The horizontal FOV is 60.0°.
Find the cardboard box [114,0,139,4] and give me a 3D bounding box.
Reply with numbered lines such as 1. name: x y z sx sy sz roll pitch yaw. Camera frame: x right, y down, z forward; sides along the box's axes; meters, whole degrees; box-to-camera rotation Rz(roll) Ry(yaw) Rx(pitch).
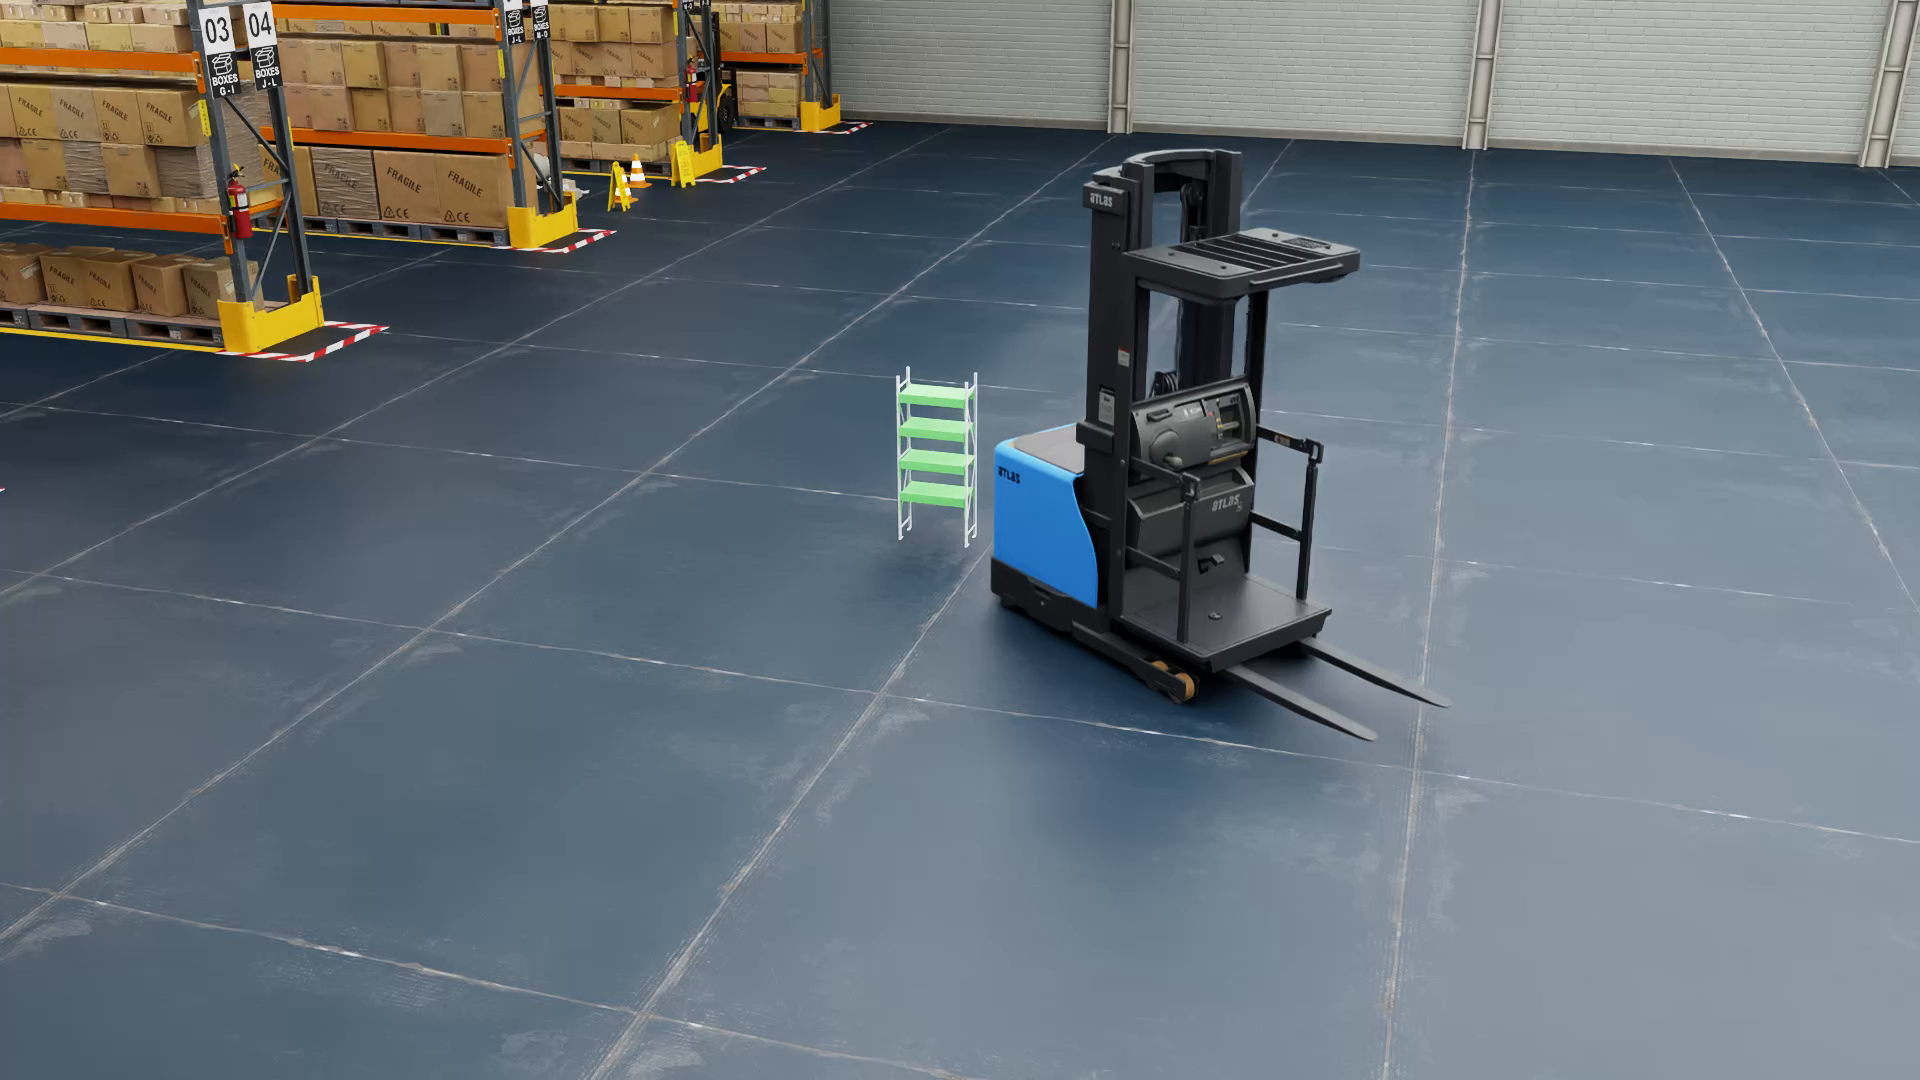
1. cardboard box: -7.979 -5.169 16.138 0.250 0.149 0.380 6 23 15

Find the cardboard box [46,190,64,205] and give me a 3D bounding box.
1. cardboard box: -8.831 -3.440 16.536 0.250 0.149 0.380 7 23 16

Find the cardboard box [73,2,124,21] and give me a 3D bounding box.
1. cardboard box: -8.126 -4.994 15.712 0.250 0.149 0.380 7 23 16

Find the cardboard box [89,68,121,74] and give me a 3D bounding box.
1. cardboard box: -11.050 -6.379 21.920 0.500 0.500 0.700 6 23 15

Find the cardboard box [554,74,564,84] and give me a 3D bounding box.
1. cardboard box: -6.100 -7.032 25.292 0.250 0.149 0.380 6 23 15

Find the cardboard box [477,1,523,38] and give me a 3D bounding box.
1. cardboard box: -6.939 -7.916 25.274 0.500 0.500 0.700 7 23 16

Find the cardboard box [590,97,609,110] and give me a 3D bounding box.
1. cardboard box: -5.403 -6.629 25.205 0.250 0.149 0.380 7 23 16

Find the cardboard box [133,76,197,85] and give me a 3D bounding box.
1. cardboard box: -7.737 -4.285 16.421 0.500 0.500 0.500 7 23 16

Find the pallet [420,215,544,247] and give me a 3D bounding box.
1. pallet: -6.072 -3.981 21.198 1.213 0.211 1.003 7 23 15

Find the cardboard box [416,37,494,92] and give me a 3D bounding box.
1. cardboard box: -6.181 -5.863 20.490 0.550 0.550 0.875 7 23 16

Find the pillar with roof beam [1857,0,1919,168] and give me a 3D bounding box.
1. pillar with roof beam: 13.063 -8.468 20.556 0.400 9.000 9.100 7 23 16

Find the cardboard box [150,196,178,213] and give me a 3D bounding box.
1. cardboard box: -7.639 -3.298 16.188 0.250 0.149 0.380 7 23 16

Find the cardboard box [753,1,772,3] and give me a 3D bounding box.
1. cardboard box: -3.510 -9.522 29.651 0.250 0.149 0.380 7 23 16

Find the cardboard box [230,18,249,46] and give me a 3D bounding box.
1. cardboard box: -7.199 -4.886 15.975 0.500 0.250 0.500 7 23 17

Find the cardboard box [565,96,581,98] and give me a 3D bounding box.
1. cardboard box: -6.852 -8.413 30.903 0.625 0.625 0.875 8 24 18

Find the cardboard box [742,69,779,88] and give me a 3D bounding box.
1. cardboard box: -3.542 -8.202 29.564 0.500 0.250 0.500 7 23 16

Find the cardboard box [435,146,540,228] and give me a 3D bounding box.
1. cardboard box: -5.952 -4.474 20.971 0.875 0.875 0.875 7 23 16

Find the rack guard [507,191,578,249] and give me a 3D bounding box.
1. rack guard: -5.260 -4.053 20.993 0.348 0.500 1.175 7 23 16

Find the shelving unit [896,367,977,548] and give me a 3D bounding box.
1. shelving unit: -0.158 -0.573 11.587 0.503 1.200 0.258 7 23 16

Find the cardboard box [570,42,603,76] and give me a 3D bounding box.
1. cardboard box: -5.506 -7.278 25.036 0.500 0.500 0.500 6 23 15

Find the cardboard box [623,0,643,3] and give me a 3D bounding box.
1. cardboard box: -5.848 -9.616 29.882 0.250 0.149 0.380 7 23 16

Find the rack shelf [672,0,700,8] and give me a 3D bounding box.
1. rack shelf: -5.865 -8.296 25.038 4.000 0.370 1.077 7 23 16

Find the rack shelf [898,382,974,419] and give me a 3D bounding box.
1. rack shelf: -0.158 -0.958 11.429 0.480 0.148 0.258 7 23 16

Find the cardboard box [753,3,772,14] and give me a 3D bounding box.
1. cardboard box: -3.427 -9.307 29.129 0.250 0.149 0.380 7 23 17

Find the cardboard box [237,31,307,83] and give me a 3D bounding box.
1. cardboard box: -8.770 -6.167 21.231 0.550 0.550 0.875 7 23 16

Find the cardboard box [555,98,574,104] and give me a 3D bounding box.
1. cardboard box: -6.160 -6.652 26.115 0.500 0.500 0.500 8 24 18

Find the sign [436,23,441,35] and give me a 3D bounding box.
1. sign: -7.937 -7.794 25.293 0.005 0.325 0.100 7 23 16

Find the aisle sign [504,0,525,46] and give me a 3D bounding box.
1. aisle sign: -5.302 -6.298 19.747 0.004 0.787 0.394 7 23 16

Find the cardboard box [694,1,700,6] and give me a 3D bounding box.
1. cardboard box: -4.630 -9.472 29.531 0.250 0.149 0.380 7 23 16

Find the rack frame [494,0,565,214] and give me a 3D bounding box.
1. rack frame: -5.283 -5.212 20.525 0.127 3.000 1.000 7 23 16

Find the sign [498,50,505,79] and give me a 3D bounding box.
1. sign: -5.453 -5.662 19.783 0.005 0.325 0.100 7 23 16

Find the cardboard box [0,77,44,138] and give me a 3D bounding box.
1. cardboard box: -9.327 -4.255 16.350 0.500 0.500 0.500 7 23 16

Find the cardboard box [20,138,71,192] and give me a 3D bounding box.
1. cardboard box: -8.786 -3.816 16.597 0.500 0.500 0.875 7 23 16

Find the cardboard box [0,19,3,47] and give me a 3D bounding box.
1. cardboard box: -9.305 -4.921 16.060 0.500 0.250 0.500 6 23 13

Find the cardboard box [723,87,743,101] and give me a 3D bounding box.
1. cardboard box: -4.054 -8.027 29.797 0.500 0.250 0.500 6 23 14

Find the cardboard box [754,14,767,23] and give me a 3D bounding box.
1. cardboard box: -3.417 -9.176 29.202 0.250 0.149 0.380 7 23 17

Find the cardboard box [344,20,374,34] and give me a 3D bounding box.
1. cardboard box: -9.256 -7.919 26.045 0.500 0.500 0.500 7 23 17

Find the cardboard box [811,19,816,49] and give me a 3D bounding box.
1. cardboard box: -2.914 -9.027 29.693 0.500 0.500 0.500 7 23 17

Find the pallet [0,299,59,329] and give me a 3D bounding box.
1. pallet: -9.989 -2.509 17.608 1.213 0.211 1.003 7 23 16

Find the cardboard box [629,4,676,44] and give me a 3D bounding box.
1. cardboard box: -4.502 -7.645 24.614 0.500 0.500 0.700 6 23 14

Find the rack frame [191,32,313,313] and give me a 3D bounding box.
1. rack frame: -6.813 -3.421 16.158 0.127 3.000 1.000 7 23 16

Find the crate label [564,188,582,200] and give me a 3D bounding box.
1. crate label: -5.500 -4.899 23.533 0.298 0.136 0.250 -5 23 -12

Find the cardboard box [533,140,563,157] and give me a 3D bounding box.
1. cardboard box: -6.270 -6.108 25.778 0.500 0.250 0.500 6 23 15

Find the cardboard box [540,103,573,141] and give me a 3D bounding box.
1. cardboard box: -6.281 -6.455 25.635 0.500 0.500 0.500 8 24 18

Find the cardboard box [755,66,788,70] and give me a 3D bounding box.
1. cardboard box: -3.405 -8.385 30.013 0.500 0.250 0.500 7 23 16

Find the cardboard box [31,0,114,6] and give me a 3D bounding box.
1. cardboard box: -8.370 -5.302 15.609 0.500 0.500 0.500 7 23 16

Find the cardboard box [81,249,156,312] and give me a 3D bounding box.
1. cardboard box: -8.582 -2.662 17.048 0.500 0.500 0.500 9 24 20

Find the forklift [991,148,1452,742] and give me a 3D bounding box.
1. forklift: 1.490 -0.639 9.467 1.130 2.935 3.031 -16 27 -34

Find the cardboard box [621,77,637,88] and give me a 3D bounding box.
1. cardboard box: -4.884 -6.892 24.951 0.250 0.149 0.380 6 23 15

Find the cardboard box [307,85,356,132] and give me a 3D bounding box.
1. cardboard box: -7.740 -5.530 21.102 0.550 0.550 0.875 7 23 16

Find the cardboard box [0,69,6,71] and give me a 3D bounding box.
1. cardboard box: -10.132 -4.557 17.086 0.500 0.500 0.500 7 23 16

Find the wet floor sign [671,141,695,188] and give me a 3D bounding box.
1. wet floor sign: -4.077 -5.523 24.384 0.232 0.644 0.267 16 27 34
